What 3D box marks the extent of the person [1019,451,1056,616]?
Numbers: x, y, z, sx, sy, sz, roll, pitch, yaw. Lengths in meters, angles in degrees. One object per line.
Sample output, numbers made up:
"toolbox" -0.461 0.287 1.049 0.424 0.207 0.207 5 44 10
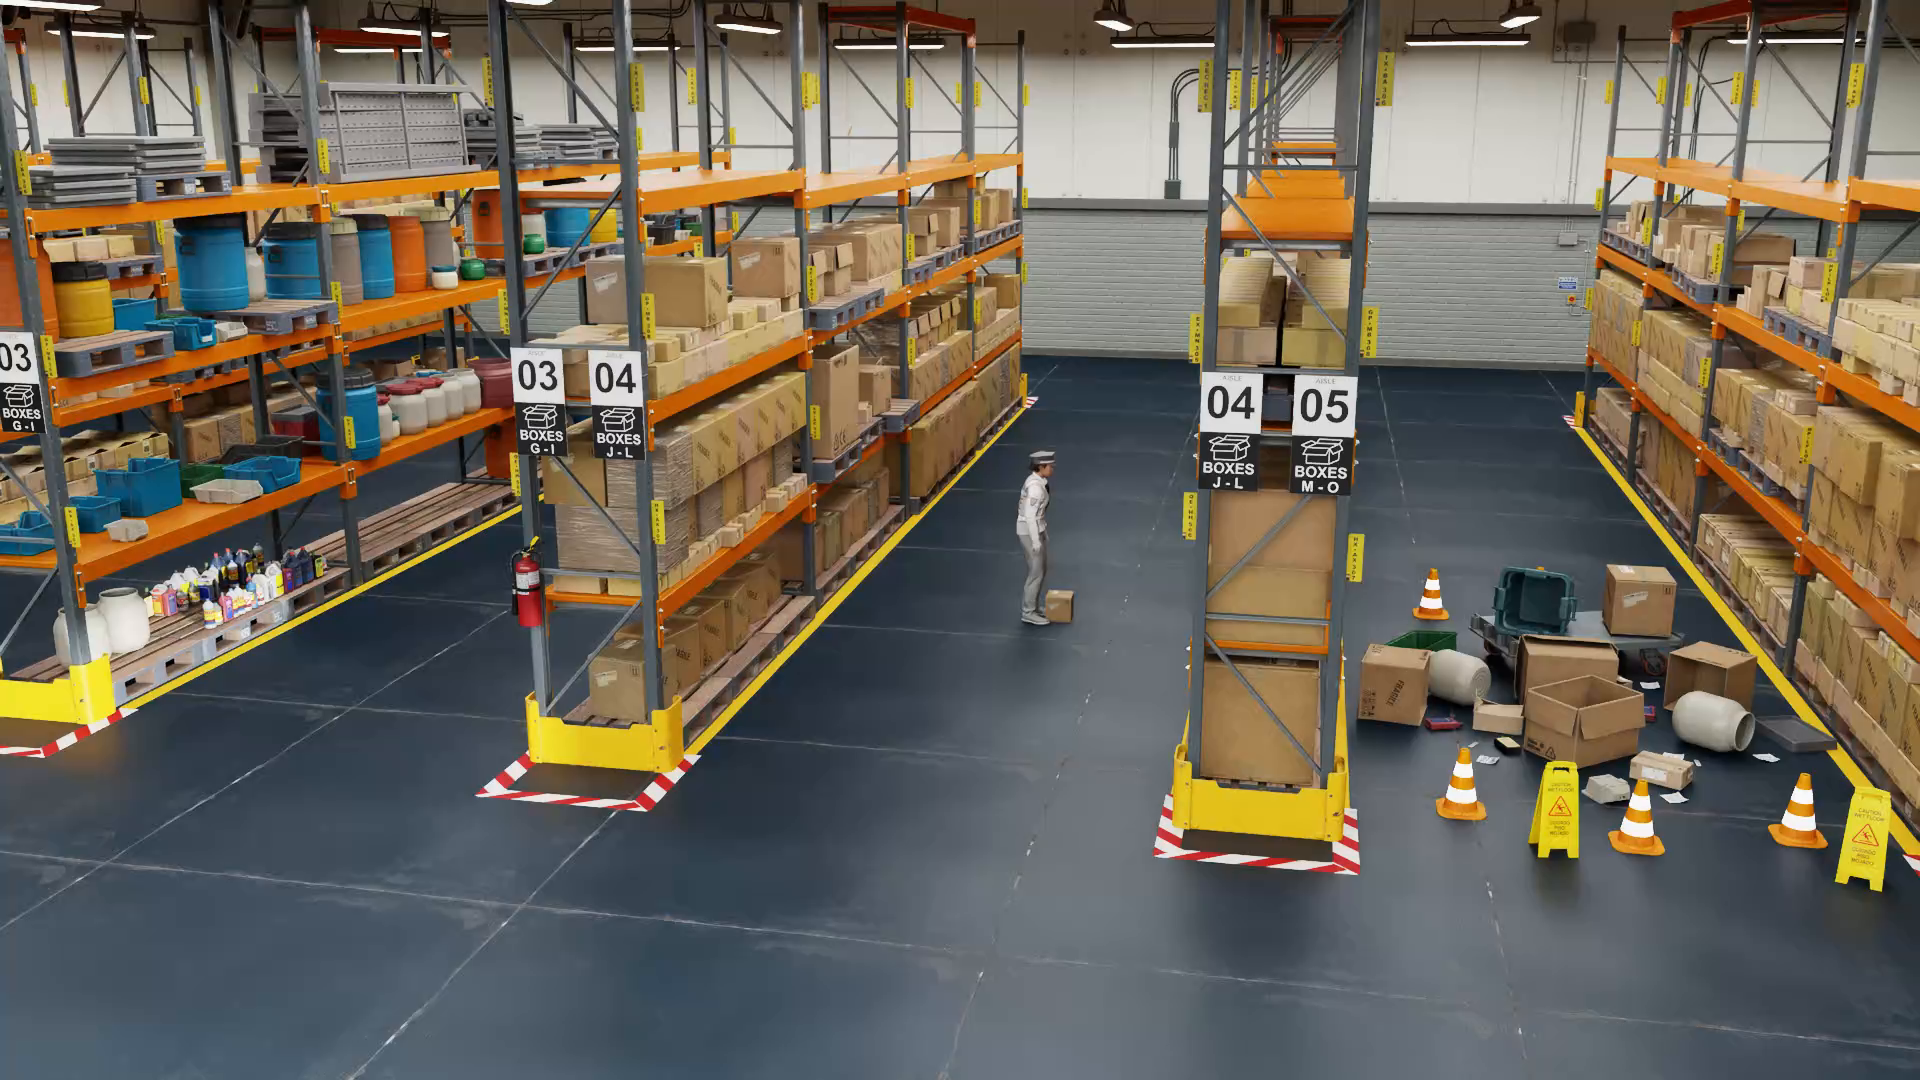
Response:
"person" 0.753 -0.071 16.157 0.344 1.599 0.508 2 15 8
